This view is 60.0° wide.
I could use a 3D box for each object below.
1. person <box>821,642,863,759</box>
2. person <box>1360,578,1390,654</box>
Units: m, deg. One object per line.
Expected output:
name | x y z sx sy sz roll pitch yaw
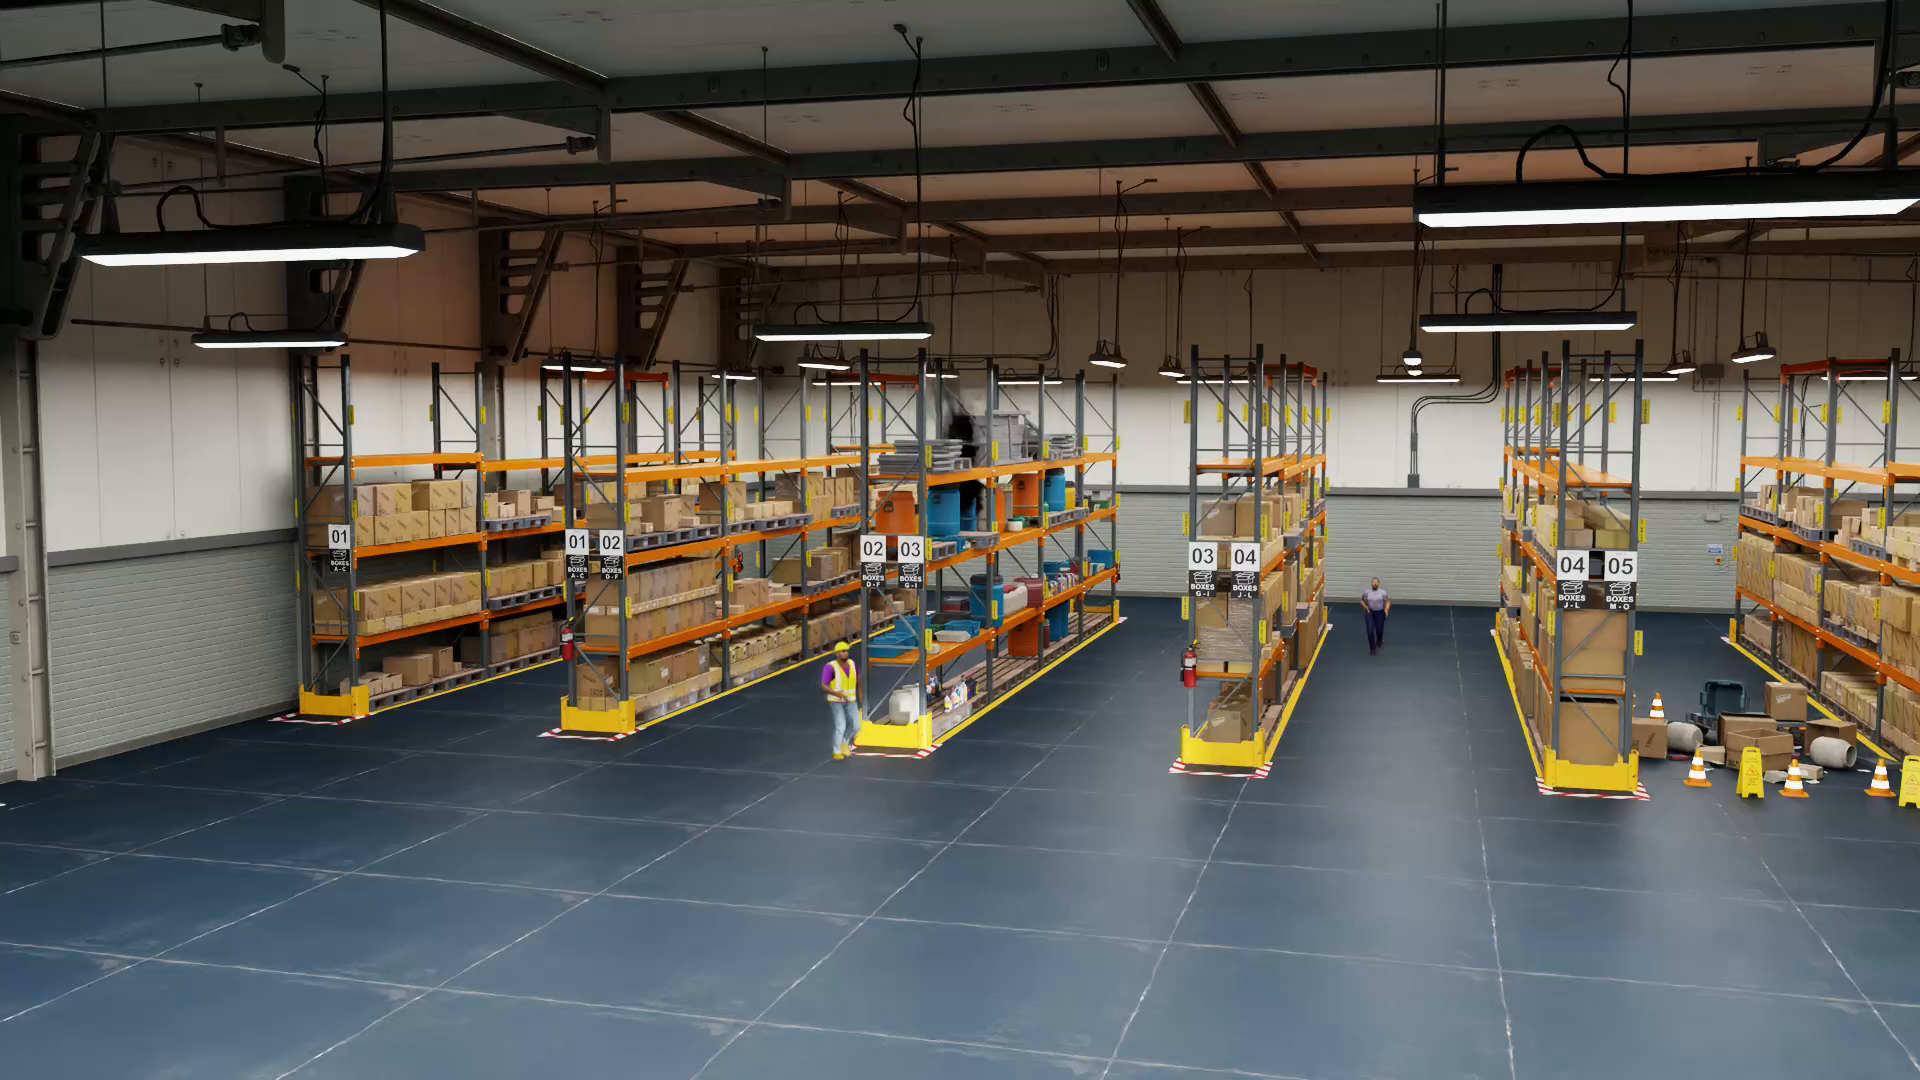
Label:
person | -1.653 2.325 24.038 0.744 1.719 0.584 -3 5 -35
person | 8.722 1.598 34.962 0.609 1.600 0.530 1 4 15
